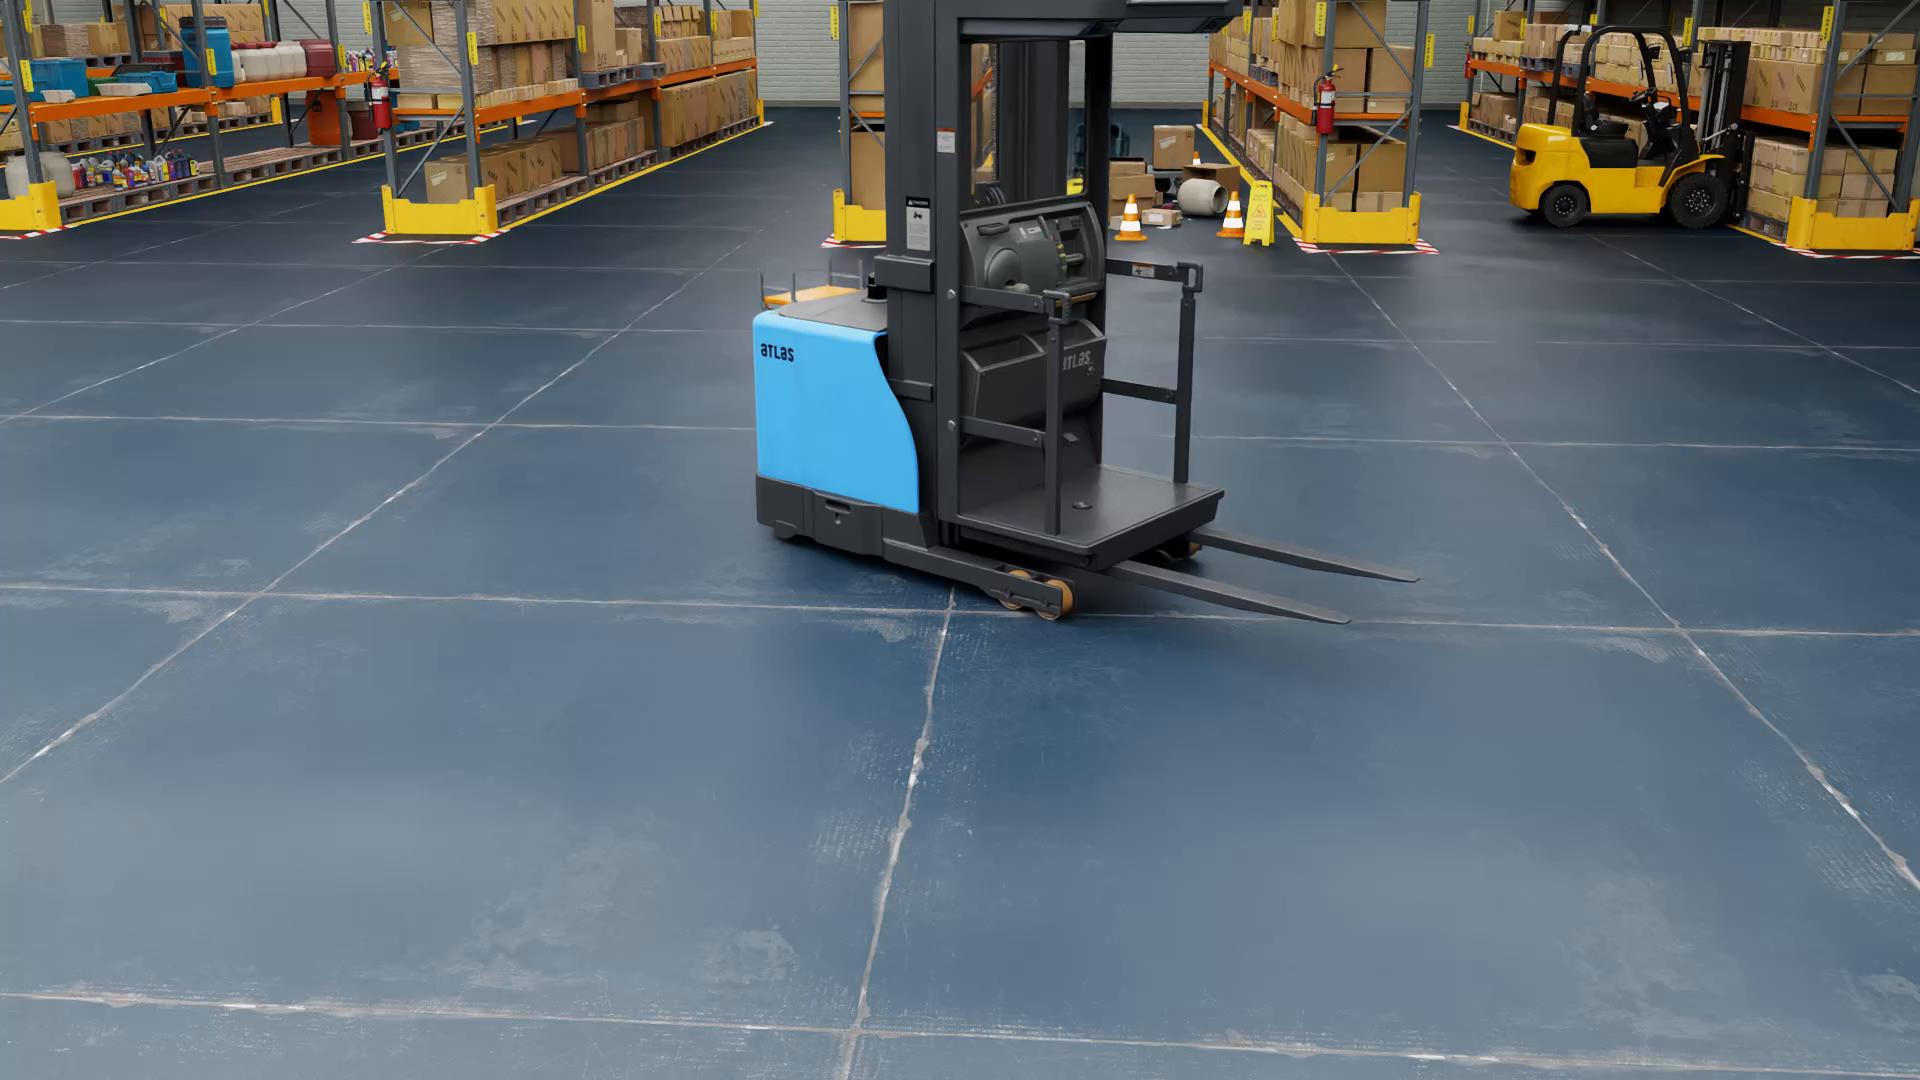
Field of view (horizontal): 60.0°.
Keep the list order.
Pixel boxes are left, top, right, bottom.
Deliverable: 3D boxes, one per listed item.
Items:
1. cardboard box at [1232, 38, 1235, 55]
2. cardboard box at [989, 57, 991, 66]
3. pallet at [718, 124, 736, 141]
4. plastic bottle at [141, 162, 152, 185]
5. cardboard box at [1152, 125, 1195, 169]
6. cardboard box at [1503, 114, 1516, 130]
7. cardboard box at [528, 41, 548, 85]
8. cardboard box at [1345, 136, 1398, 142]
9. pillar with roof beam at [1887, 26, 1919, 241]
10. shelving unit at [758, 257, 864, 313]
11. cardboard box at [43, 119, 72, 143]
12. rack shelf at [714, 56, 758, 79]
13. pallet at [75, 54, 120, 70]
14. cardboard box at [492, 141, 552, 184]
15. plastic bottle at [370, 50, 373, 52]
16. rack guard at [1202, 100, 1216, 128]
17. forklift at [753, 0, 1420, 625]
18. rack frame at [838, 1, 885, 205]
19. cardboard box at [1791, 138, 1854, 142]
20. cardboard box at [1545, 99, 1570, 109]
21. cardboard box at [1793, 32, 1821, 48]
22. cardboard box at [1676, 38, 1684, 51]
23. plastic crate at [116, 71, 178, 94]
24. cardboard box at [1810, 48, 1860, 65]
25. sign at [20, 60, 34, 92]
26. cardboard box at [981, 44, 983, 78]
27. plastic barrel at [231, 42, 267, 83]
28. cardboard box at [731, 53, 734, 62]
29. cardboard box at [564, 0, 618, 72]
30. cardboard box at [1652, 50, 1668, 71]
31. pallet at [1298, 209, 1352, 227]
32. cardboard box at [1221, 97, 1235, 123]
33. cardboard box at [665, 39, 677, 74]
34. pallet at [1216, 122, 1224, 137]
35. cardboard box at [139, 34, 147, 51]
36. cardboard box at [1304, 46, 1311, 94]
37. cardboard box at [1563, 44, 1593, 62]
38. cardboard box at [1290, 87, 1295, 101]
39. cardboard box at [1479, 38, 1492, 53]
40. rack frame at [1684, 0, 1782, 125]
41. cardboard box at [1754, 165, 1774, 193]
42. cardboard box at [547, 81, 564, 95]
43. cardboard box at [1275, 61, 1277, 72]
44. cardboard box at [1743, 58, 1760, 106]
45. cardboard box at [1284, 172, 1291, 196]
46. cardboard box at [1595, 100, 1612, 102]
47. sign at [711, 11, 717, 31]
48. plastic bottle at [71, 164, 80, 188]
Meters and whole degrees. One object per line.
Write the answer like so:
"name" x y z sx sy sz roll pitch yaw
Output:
"cardboard box" 4.680 -8.003 26.968 0.500 0.250 0.500 2 18 5
"cardboard box" 0.467 -8.326 28.919 0.380 0.149 0.250 2 18 6
"pallet" -4.687 -7.416 30.217 1.003 0.211 1.213 1 18 4
"plastic bottle" -10.133 -4.560 20.696 0.097 0.271 0.097 0 18 0
"cardboard box" 2.714 -5.003 21.174 0.500 0.500 0.500 1 18 4
"cardboard box" 9.789 -7.367 29.305 0.396 0.266 0.258 2 18 6
"cardboard box" -5.493 -5.761 20.048 0.875 0.500 0.500 1 18 4
"cardboard box" 4.573 -4.222 18.529 0.500 0.500 0.500 1 18 2
"pillar with roof beam" 5.811 -7.592 16.642 9.100 9.000 0.400 1 18 4
"shelving unit" -0.726 -0.787 8.389 0.258 1.200 0.503 13 22 37
"cardboard box" -14.669 -6.643 26.687 0.500 0.500 0.500 2 18 6
"rack shelf" -4.676 -8.786 31.075 1.077 0.370 4.000 1 18 4
"pallet" -14.852 -8.000 27.828 1.003 0.211 1.213 1 18 4
"cardboard box" -5.495 -4.733 20.889 0.500 0.500 0.500 7 20 21
"plastic bottle" -10.199 -8.310 28.665 0.152 0.276 0.135 1 18 4
"rack guard" 5.353 -8.348 32.596 1.175 0.500 0.348 1 18 4
"forklift" 0.486 -1.246 7.018 3.031 2.935 1.130 14 23 37
"rack frame" -0.740 -4.638 17.260 1.000 3.000 0.127 1 18 4
"cardboard box" 9.458 -4.273 18.281 0.500 0.250 0.500 1 18 4
"cardboard box" 9.714 -7.061 26.952 0.380 0.149 0.250 1 18 4
"cardboard box" 8.950 -5.221 17.361 0.380 0.149 0.250 2 18 5
"cardboard box" 9.246 -6.239 20.943 0.380 0.149 0.250 1 18 3
"plastic crate" -10.142 -5.712 20.778 0.499 0.251 0.616 1 18 4
"cardboard box" 8.901 -4.919 16.915 0.380 0.149 0.250 2 18 5
"sign" -10.072 -5.008 17.946 0.100 0.325 0.005 1 18 4
"cardboard box" 0.069 -7.024 24.382 0.500 0.500 0.500 1 18 4
"plastic barrel" -9.993 -6.718 23.388 0.433 0.535 0.433 0 18 0
"cardboard box" -4.374 -8.875 30.593 0.380 0.149 0.250 1 18 5
"cardboard box" -5.196 -6.751 22.070 1.000 1.000 1.000 1 18 4
"cardboard box" 9.253 -6.176 21.392 0.500 0.250 0.500 1 18 2
"pallet" 4.304 -3.509 18.292 1.003 0.211 1.213 1 18 4
"cardboard box" 5.347 -8.018 31.017 0.875 0.438 0.875 2 18 5
"cardboard box" -4.765 -7.617 26.192 0.500 0.500 0.500 1 18 2
"pallet" 5.282 -7.575 30.702 1.003 0.211 1.213 1 18 4
"cardboard box" -14.920 -8.938 30.222 0.500 0.500 0.500 2 18 5
"cardboard box" 4.009 -5.078 17.964 0.500 0.500 0.500 1 18 4
"cardboard box" 9.482 -7.397 25.247 0.500 0.250 0.500 0 18 1
"cardboard box" 4.048 -5.194 19.360 0.380 0.149 0.250 1 18 4
"cardboard box" 9.966 -9.197 30.937 0.500 0.250 0.500 1 18 5
"rack frame" 9.443 -5.691 20.475 1.000 3.000 0.127 1 18 4
"cardboard box" 8.926 -3.893 17.926 0.500 0.250 0.500 1 18 3
"cardboard box" -5.127 -5.596 20.587 0.380 0.149 0.250 1 18 4
"cardboard box" 4.290 -6.129 21.539 0.380 0.149 0.250 1 18 2
"cardboard box" 9.037 -5.132 18.607 0.500 0.500 0.500 1 18 4
"cardboard box" 4.117 -4.186 19.622 0.500 0.250 0.500 1 18 3
"cardboard box" 10.227 -6.972 26.682 0.380 0.149 0.250 2 18 5
"sign" -4.278 -9.010 28.872 0.100 0.325 0.005 1 18 4
"plastic bottle" -10.880 -4.463 20.394 0.152 0.276 0.135 1 18 4
